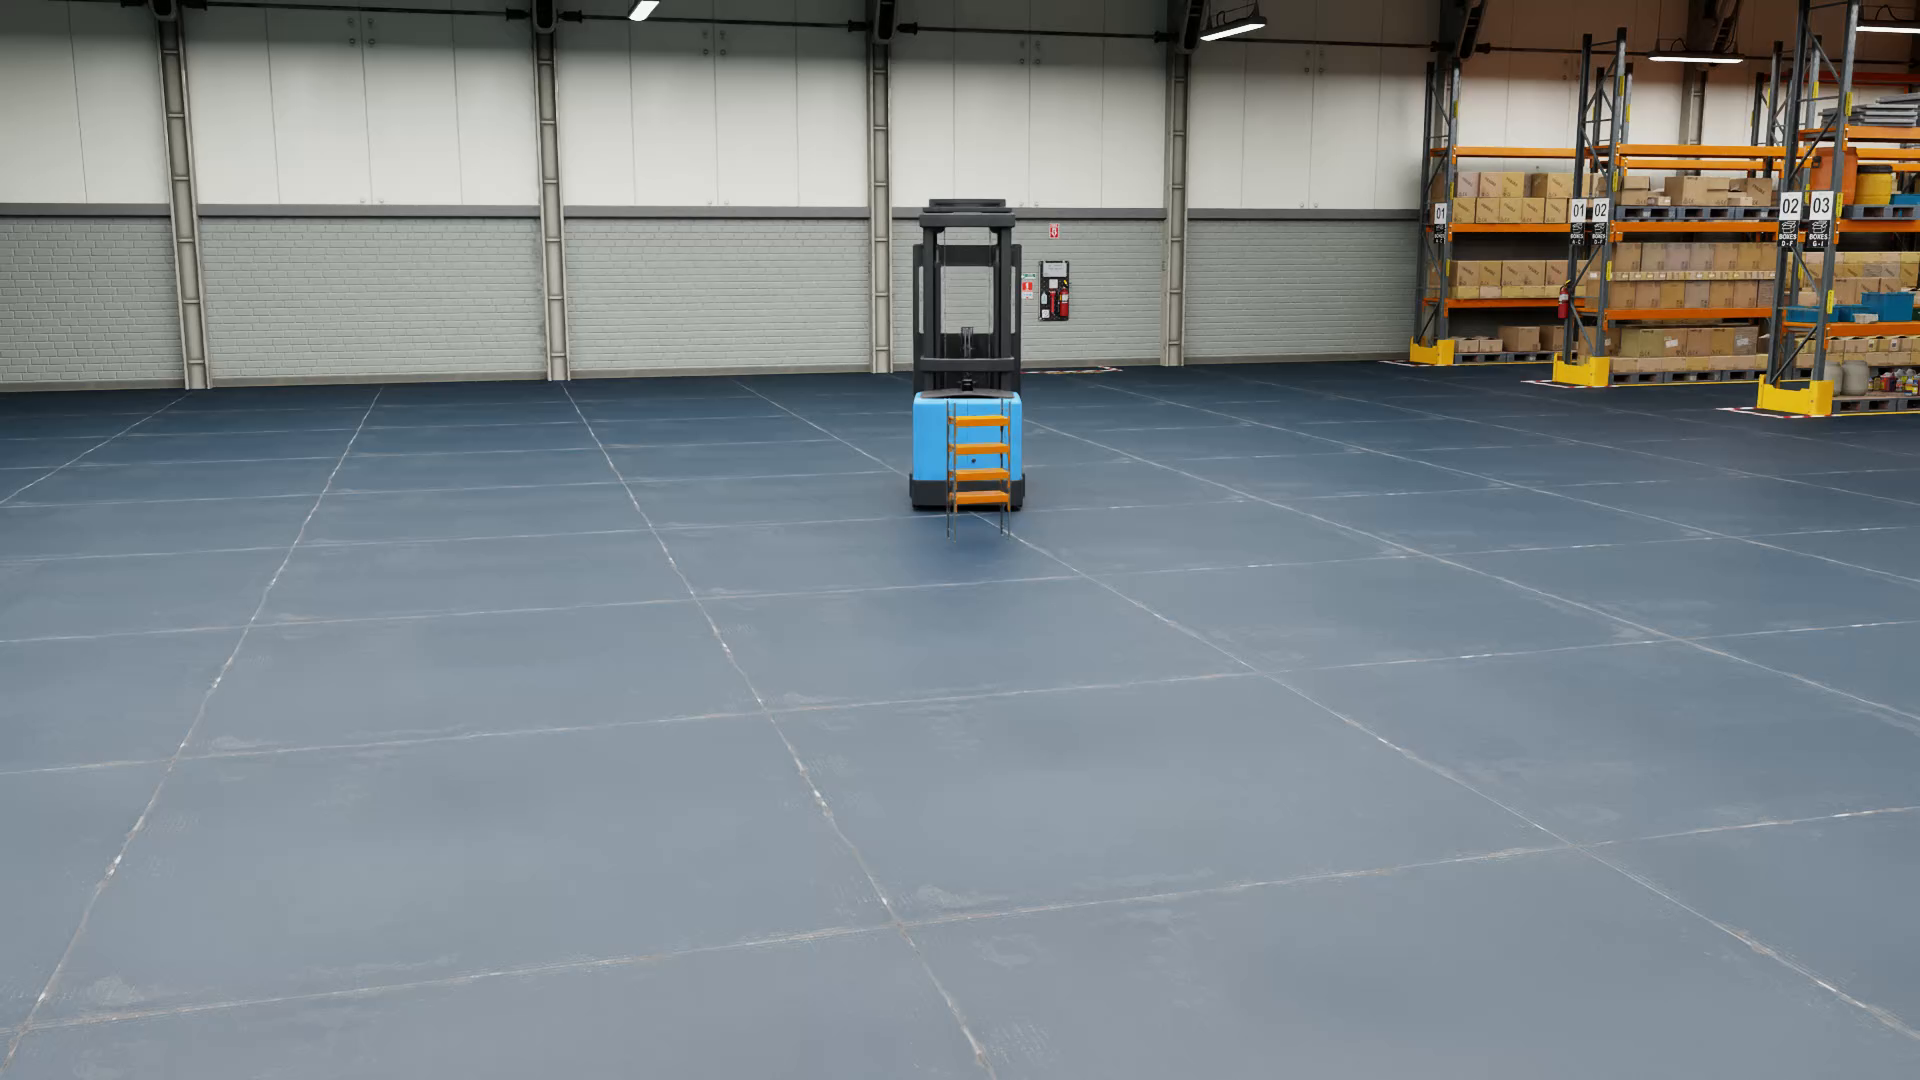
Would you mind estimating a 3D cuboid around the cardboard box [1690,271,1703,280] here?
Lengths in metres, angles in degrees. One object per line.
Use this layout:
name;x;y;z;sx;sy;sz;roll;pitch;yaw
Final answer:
cardboard box;12.887;-4.672;29.376;0.250;0.149;0.380;-3;11;-15

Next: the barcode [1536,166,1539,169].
barcode;11.971;-7.721;34.474;0.075;0.075;0.001;-3;11;-16

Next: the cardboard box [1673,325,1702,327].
cardboard box;13.321;-3.650;30.253;0.500;0.500;0.500;-3;11;-16

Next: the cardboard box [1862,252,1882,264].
cardboard box;19.747;-6.168;36.345;0.500;0.250;0.500;-3;11;-15

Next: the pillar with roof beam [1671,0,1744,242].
pillar with roof beam;16.980;-7.797;31.844;0.548;9.000;9.100;-3;11;-16

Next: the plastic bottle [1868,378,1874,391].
plastic bottle;13.995;-2.392;25.571;0.097;0.201;0.097;0;10;0

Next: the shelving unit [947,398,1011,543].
shelving unit;0.159;-0.598;14.285;0.503;1.200;0.258;-3;11;-16

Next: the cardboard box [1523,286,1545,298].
cardboard box;11.614;-5.089;34.067;0.500;0.250;0.500;-3;11;-15

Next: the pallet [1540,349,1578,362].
pallet;12.791;-3.896;34.928;1.213;0.211;1.003;-3;11;-16

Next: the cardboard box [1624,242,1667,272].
cardboard box;11.980;-4.983;29.271;0.500;0.500;0.700;-3;11;-17

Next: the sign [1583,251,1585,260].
sign;13.267;-5.973;35.312;0.005;0.325;0.100;-3;11;-16

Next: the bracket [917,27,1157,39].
bracket;1.465;-9.494;31.122;4.783;0.066;0.076;-3;11;-16

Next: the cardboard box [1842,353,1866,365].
cardboard box;16.258;-3.331;30.589;0.500;0.250;0.500;-3;11;-18

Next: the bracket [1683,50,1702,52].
bracket;15.477;-10.233;35.134;0.430;0.232;0.235;-3;11;-16

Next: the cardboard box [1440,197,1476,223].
cardboard box;9.976;-6.613;33.367;0.500;0.500;0.500;-3;11;-14

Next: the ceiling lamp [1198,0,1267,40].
ceiling lamp;4.224;-9.871;26.992;0.800;3.185;2.000;-3;11;-16

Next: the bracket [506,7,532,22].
bracket;-7.566;-9.018;28.537;0.430;0.232;0.235;-3;11;-16

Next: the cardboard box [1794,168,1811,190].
cardboard box;15.417;-6.448;29.985;0.500;0.500;0.500;-3;11;-15

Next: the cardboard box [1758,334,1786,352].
cardboard box;15.123;-3.647;30.759;0.500;0.311;0.500;-3;11;-16

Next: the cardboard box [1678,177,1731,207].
cardboard box;13.198;-6.187;29.552;0.637;0.503;0.797;-2;11;-10

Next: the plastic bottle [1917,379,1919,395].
plastic bottle;14.405;-2.309;24.894;0.133;0.283;0.061;-3;11;-15

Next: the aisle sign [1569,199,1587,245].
aisle sign;10.828;-5.570;29.141;0.004;0.787;0.394;-3;11;-16

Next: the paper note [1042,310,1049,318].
paper note;1.682;-4.439;32.607;0.142;0.148;0.016;-3;11;-16

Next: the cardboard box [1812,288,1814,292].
cardboard box;18.377;-5.417;36.125;0.250;0.149;0.380;-3;11;-17

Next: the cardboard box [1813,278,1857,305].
cardboard box;16.062;-4.558;30.548;0.500;0.500;0.500;-2;11;-12

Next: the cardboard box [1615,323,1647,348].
cardboard box;14.128;-4.335;35.298;0.500;0.500;0.700;-3;11;-14

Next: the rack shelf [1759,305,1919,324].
rack shelf;16.734;-4.194;30.832;4.000;0.370;1.077;-3;11;-16

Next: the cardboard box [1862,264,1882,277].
cardboard box;19.763;-5.799;36.410;0.500;0.500;0.500;-3;11;-16

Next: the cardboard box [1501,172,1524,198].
cardboard box;11.008;-7.153;33.539;0.500;0.500;0.500;-3;11;-14

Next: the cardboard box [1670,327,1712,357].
cardboard box;12.992;-3.531;29.607;0.500;0.500;0.500;-3;11;-16

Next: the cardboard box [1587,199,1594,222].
cardboard box;13.008;-6.773;34.238;0.500;0.500;0.500;-3;11;-14

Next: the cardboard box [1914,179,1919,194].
cardboard box;21.713;-7.814;37.132;0.500;0.500;0.500;-3;11;-16

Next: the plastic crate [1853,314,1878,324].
plastic crate;13.304;-3.243;24.405;0.250;0.136;0.298;-3;11;-16

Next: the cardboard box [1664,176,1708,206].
cardboard box;12.644;-6.080;28.984;0.500;0.500;0.500;-3;11;-16

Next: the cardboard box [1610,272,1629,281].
cardboard box;11.410;-4.595;28.954;0.250;0.149;0.380;-3;11;-16

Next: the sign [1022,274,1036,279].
sign;1.319;-5.136;32.397;0.331;0.109;0.001;-3;11;-16

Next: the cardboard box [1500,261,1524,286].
cardboard box;11.103;-5.430;33.848;0.500;0.500;0.500;-3;11;-18

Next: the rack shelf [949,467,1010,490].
rack shelf;0.159;-0.532;14.297;0.480;0.148;0.258;-3;11;-16

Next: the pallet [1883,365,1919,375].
pallet;17.853;-3.243;31.379;1.213;0.211;1.003;-3;11;-16

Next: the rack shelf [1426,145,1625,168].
rack shelf;11.506;-7.801;33.866;4.000;0.370;1.077;-3;11;-16

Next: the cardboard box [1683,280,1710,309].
cardboard box;12.911;-4.394;29.652;0.500;0.500;0.700;-3;11;-14

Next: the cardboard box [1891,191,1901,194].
cardboard box;20.231;-7.428;36.634;0.500;0.500;0.700;-4;11;-19

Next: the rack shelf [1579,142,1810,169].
rack shelf;12.894;-6.745;29.225;4.000;0.370;1.077;-3;11;-16

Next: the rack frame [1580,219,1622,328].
rack frame;13.426;-5.308;34.893;0.127;3.000;1.000;-3;11;-16

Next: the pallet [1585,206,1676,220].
pallet;11.660;-5.707;29.023;1.213;0.211;1.003;-3;11;-16

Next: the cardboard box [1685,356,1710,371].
cardboard box;12.991;-3.163;29.676;0.500;0.250;0.500;-3;11;-16

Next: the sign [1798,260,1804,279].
sign;14.971;-4.815;29.607;0.005;0.325;0.100;-3;11;-16

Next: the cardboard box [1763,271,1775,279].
cardboard box;14.375;-4.752;29.806;0.250;0.149;0.380;-3;11;-17

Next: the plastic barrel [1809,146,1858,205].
plastic barrel;12.786;-5.323;24.344;0.708;0.830;0.600;-3;11;-16

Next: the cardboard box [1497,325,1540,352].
cardboard box;11.541;-4.169;34.397;0.500;0.500;0.700;-4;11;-20

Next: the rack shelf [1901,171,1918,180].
rack shelf;23.027;-8.214;37.200;4.000;0.370;1.077;-3;11;-16

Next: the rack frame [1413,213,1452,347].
rack frame;9.585;-5.105;33.794;0.127;3.000;1.000;-3;11;-16

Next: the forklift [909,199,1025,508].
forklift;0.071;-1.969;16.947;1.130;2.935;3.031;0;10;0

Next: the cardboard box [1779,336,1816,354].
cardboard box;15.281;-3.554;30.255;0.500;0.311;0.500;-3;11;-16
